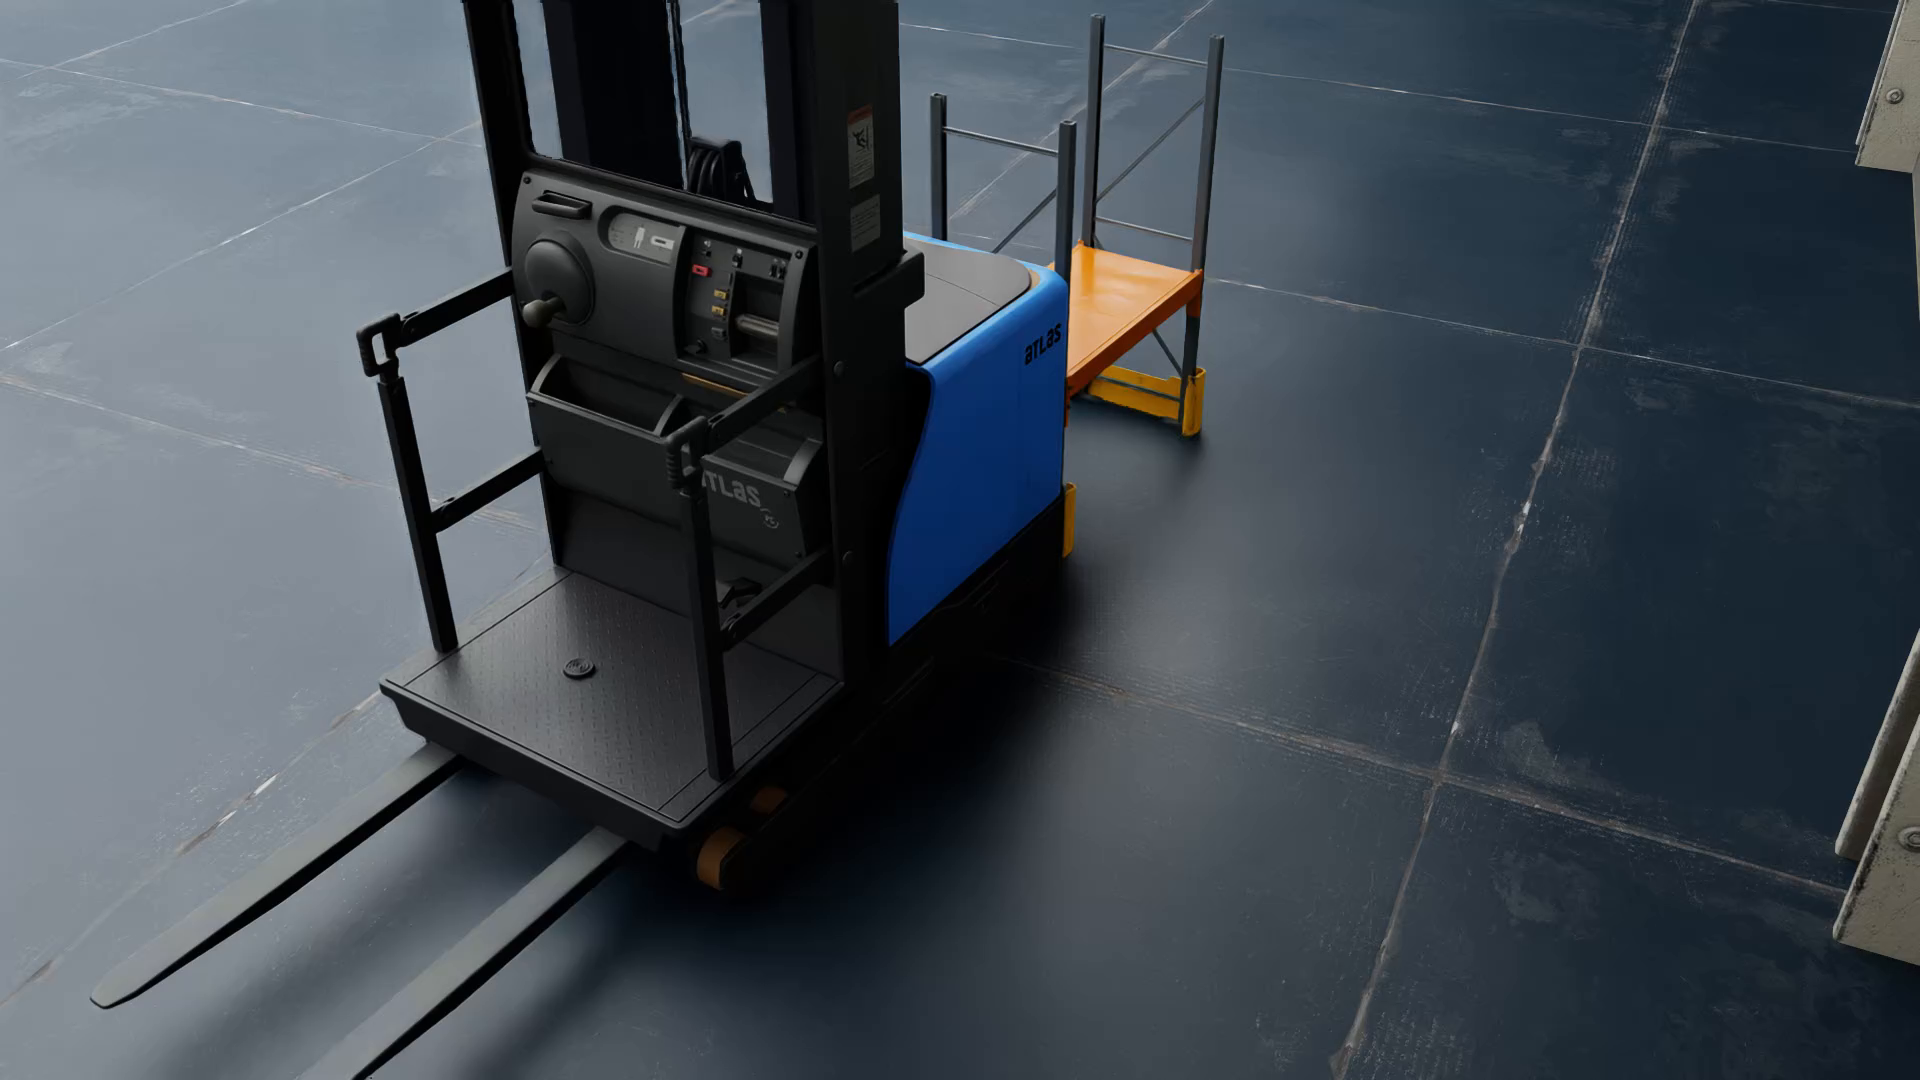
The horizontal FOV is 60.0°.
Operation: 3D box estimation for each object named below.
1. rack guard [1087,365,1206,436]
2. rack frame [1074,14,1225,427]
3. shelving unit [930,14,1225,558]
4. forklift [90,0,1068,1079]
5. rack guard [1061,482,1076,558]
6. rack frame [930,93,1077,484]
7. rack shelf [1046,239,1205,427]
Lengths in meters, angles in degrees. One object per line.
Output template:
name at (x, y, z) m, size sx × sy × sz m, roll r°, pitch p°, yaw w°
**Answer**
rack guard at (0.664, -0.605, 6.445) m, size 0.587 × 0.250 × 0.087 m, roll 19°, pitch 38°, yaw 27°
rack frame at (0.674, -1.137, 6.116) m, size 0.500 × 1.500 × 0.032 m, roll 19°, pitch 38°, yaw 27°
shelving unit at (0.395, -0.898, 5.752) m, size 0.587 × 1.500 × 1.083 m, roll 19°, pitch 38°, yaw 27°
forklift at (-0.875, -0.603, 3.997) m, size 1.130 × 2.935 × 3.031 m, roll 19°, pitch 38°, yaw 27°
rack guard at (0.126, -0.146, 5.744) m, size 0.587 × 0.250 × 0.087 m, roll 19°, pitch 38°, yaw 27°
rack frame at (0.125, -0.668, 5.401) m, size 0.500 × 1.500 × 0.032 m, roll 19°, pitch 38°, yaw 27°
rack shelf at (0.400, -0.752, 5.857) m, size 0.538 × 0.185 × 1.000 m, roll 19°, pitch 38°, yaw 27°
